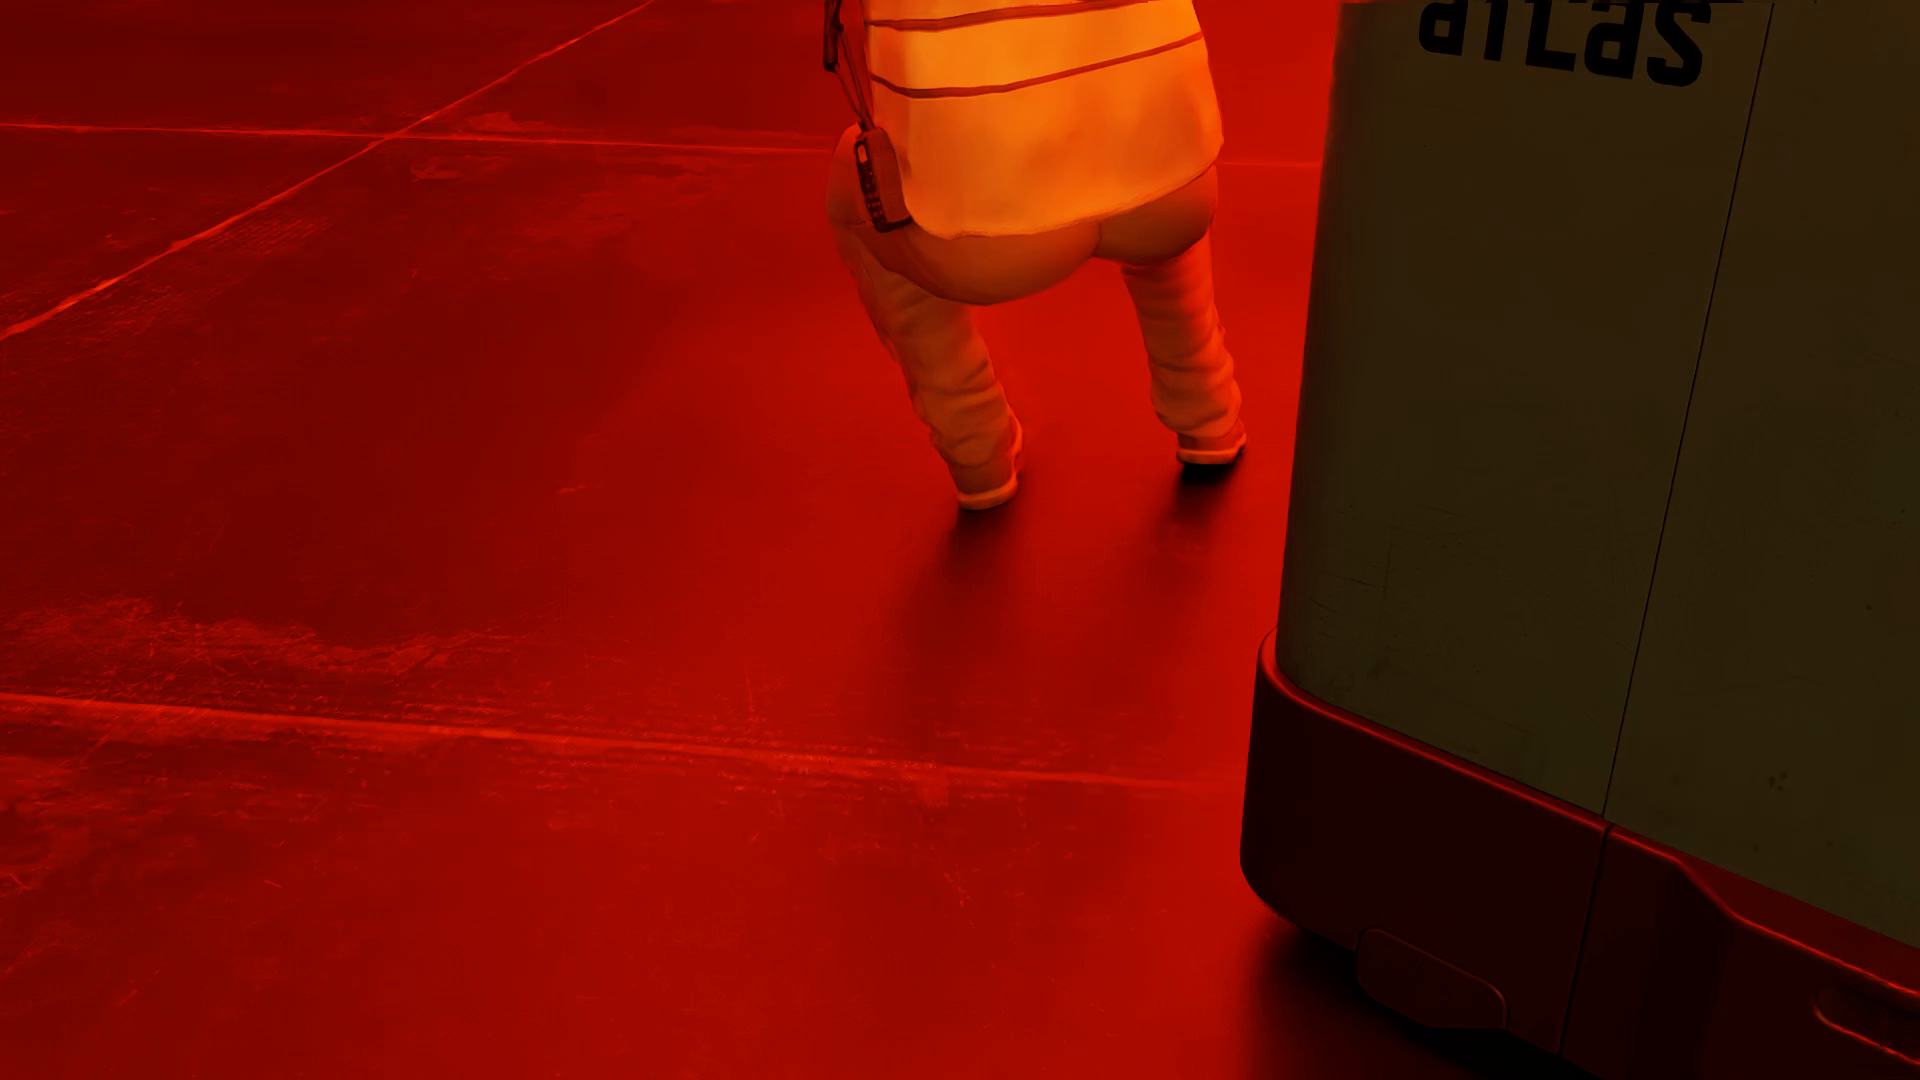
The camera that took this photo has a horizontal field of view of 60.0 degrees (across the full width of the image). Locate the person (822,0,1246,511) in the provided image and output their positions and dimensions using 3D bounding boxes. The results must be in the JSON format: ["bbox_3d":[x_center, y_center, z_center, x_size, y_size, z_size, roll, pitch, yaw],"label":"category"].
[{"bbox_3d":[-0.064,-0.565,2.158,1.418,1.361,0.721,-13,29,-23],"label":"person"}]

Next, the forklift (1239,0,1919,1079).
[{"bbox_3d":[1.709,-0.629,0.478,3.031,2.935,1.130,22,34,37],"label":"forklift"}]
